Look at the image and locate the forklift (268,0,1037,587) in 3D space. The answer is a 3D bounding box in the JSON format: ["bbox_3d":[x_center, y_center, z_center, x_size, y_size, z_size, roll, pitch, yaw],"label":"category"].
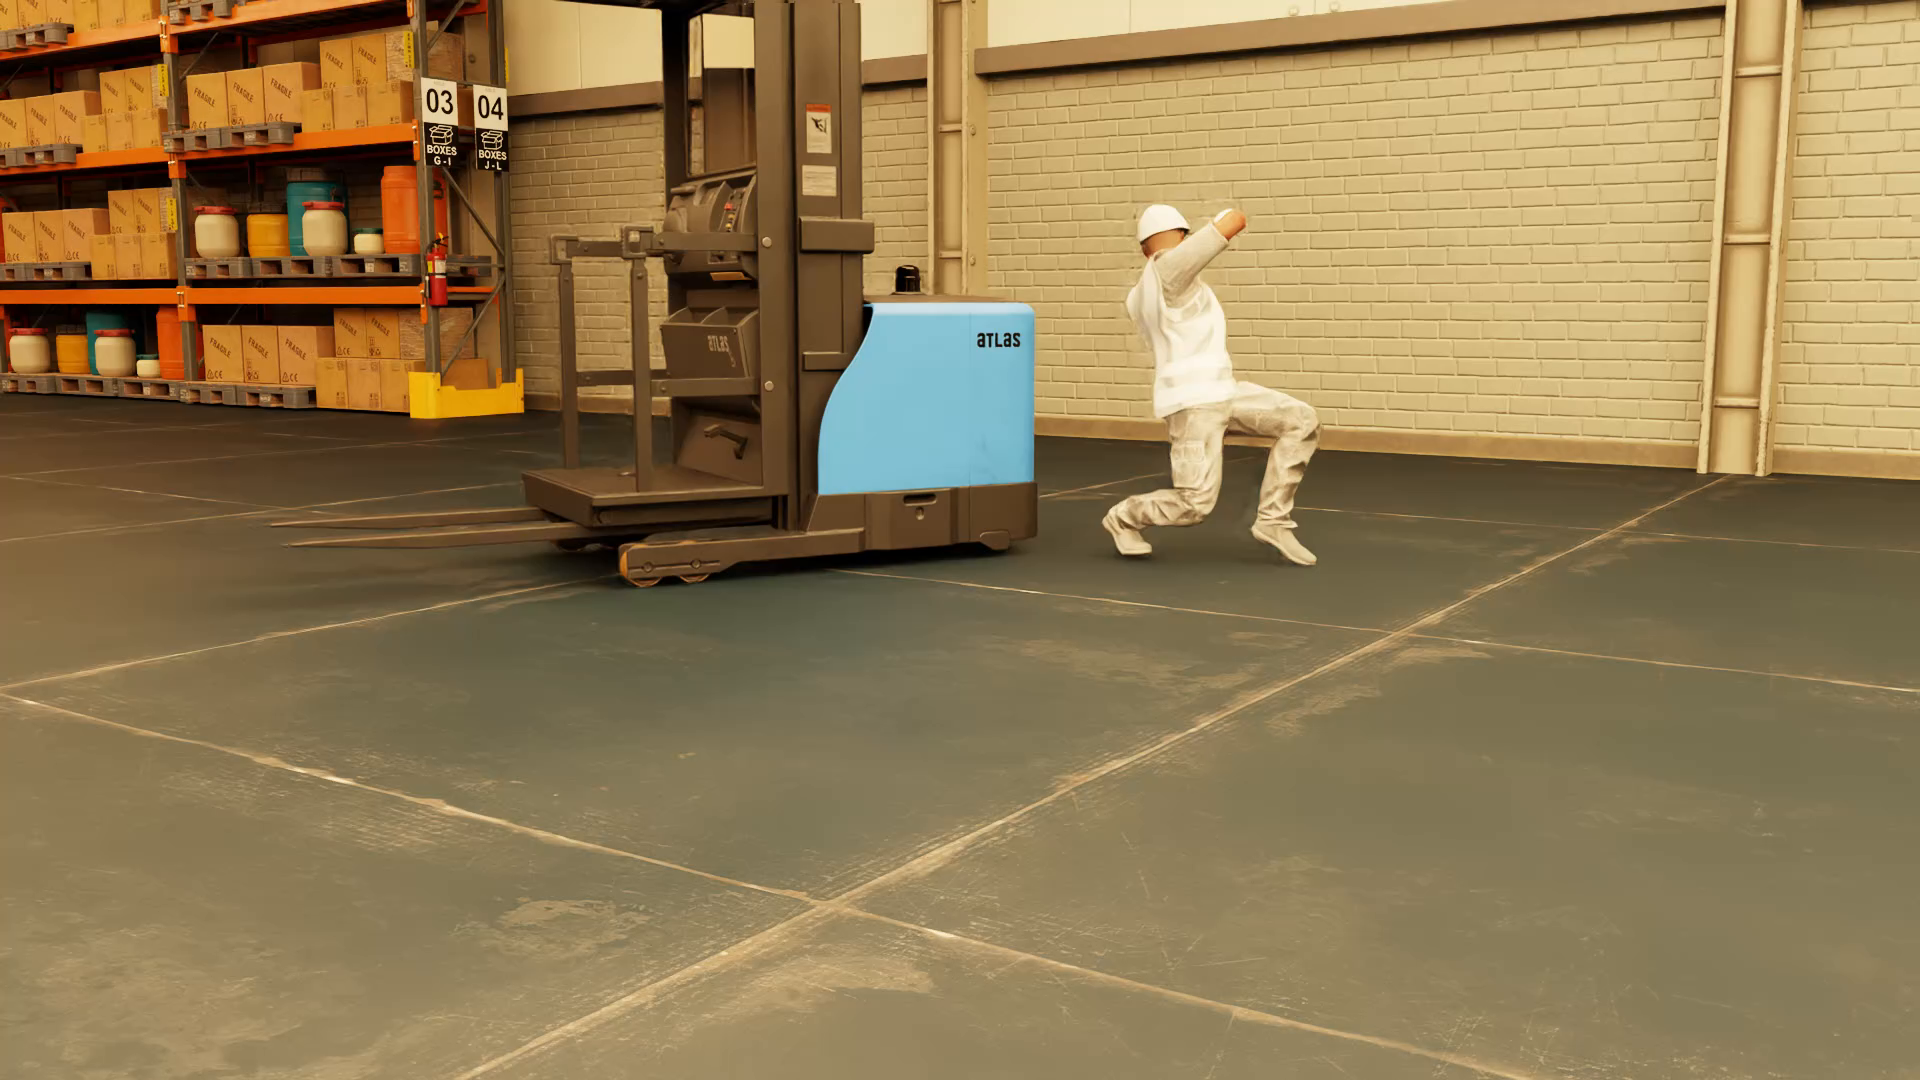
[{"bbox_3d":[-1.207,-1.356,6.728,3.031,2.935,1.130,-4,9,-28],"label":"forklift"}]

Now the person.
[{"bbox_3d":[1.110,-0.672,7.102,0.916,1.483,1.067,3,9,20],"label":"person"}]
